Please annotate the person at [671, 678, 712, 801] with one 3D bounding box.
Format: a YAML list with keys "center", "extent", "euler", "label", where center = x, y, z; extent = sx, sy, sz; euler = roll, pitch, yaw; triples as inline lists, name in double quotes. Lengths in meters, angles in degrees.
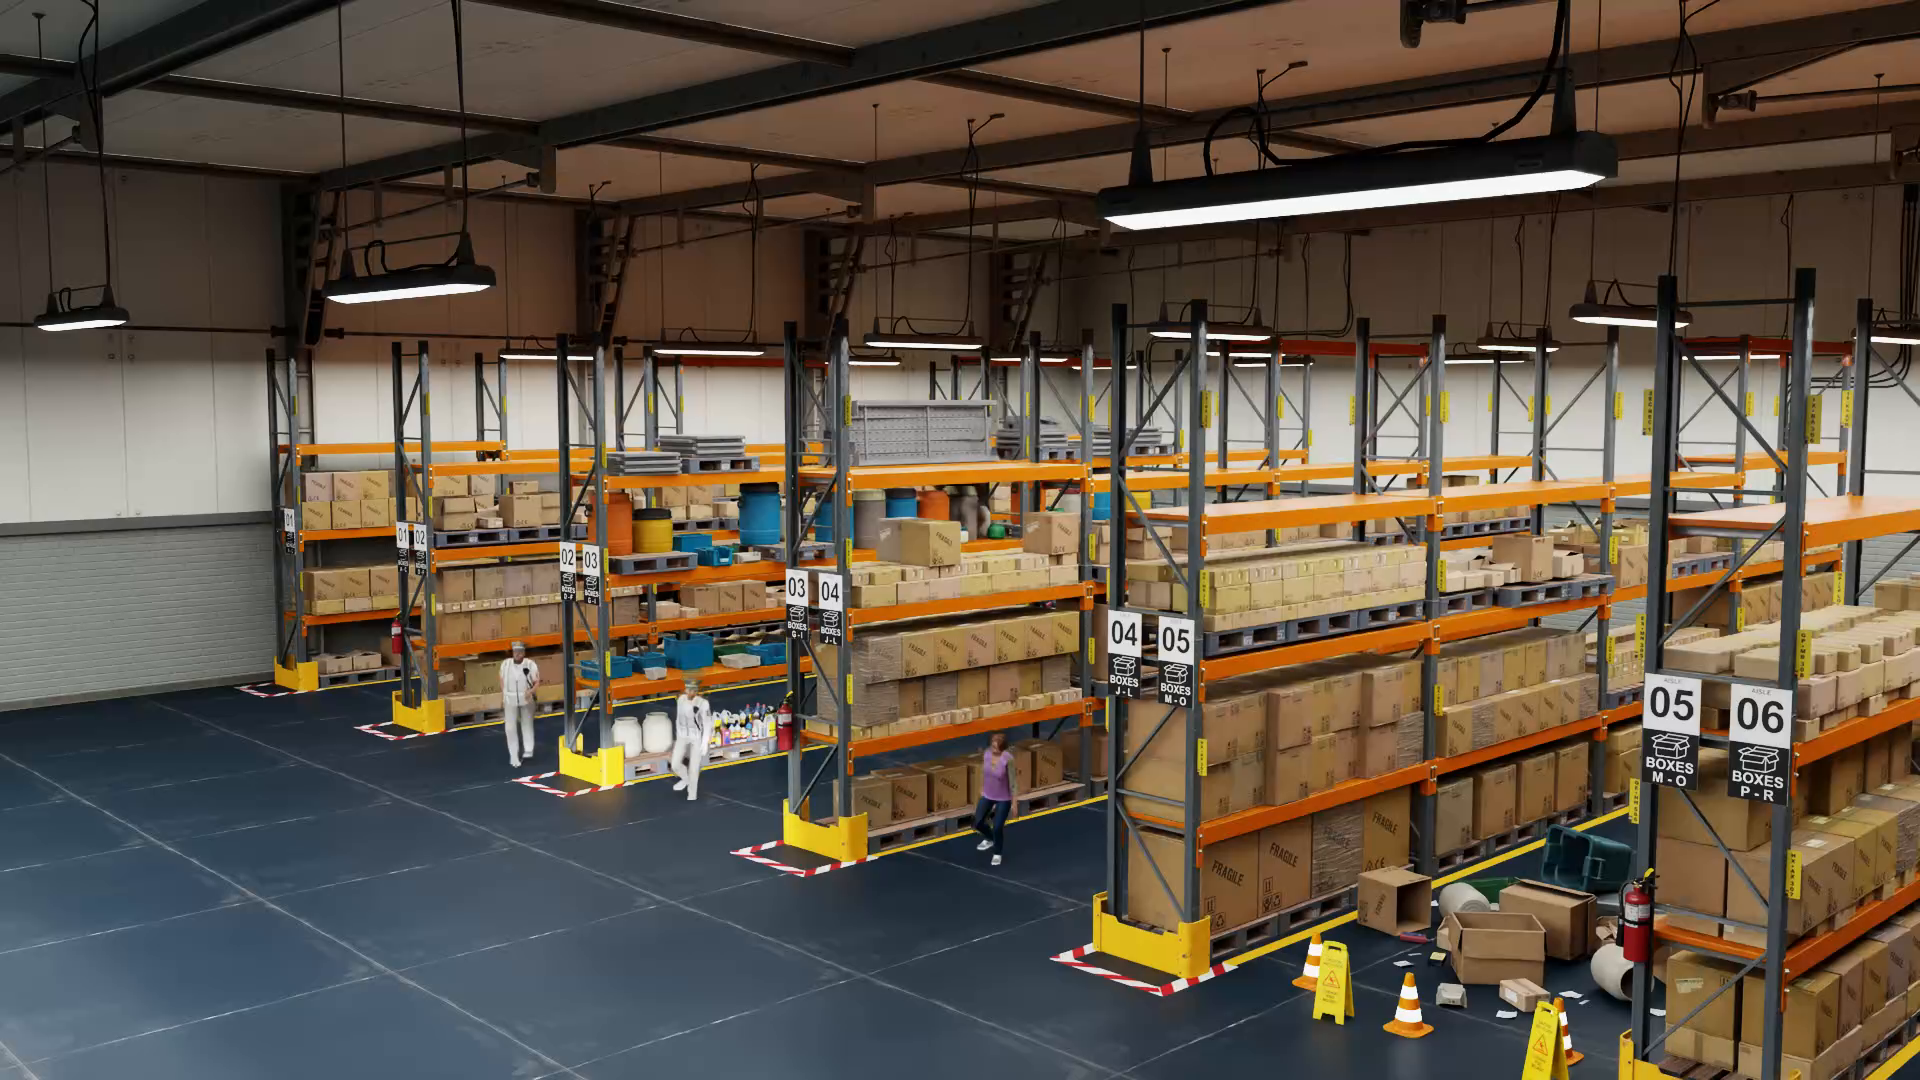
- center: [-3.426, 2.532, 21.202]
  extent: [0.641, 1.620, 0.563]
  euler: [1, 5, 14]
  label: "person"

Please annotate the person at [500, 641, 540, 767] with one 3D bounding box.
- center: [-6.169, 2.296, 23.307]
  extent: [0.560, 1.814, 0.840]
  euler: [-1, 5, -11]
  label: "person"

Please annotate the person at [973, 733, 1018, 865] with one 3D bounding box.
- center: [0.411, 2.829, 18.260]
  extent: [0.659, 1.504, 0.605]
  euler: [3, 6, 28]
  label: "person"

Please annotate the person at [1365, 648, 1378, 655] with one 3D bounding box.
- center: [5.844, 2.289, 23.453]
  extent: [0.698, 1.712, 0.716]
  euler: [3, 6, 30]
  label: "person"
